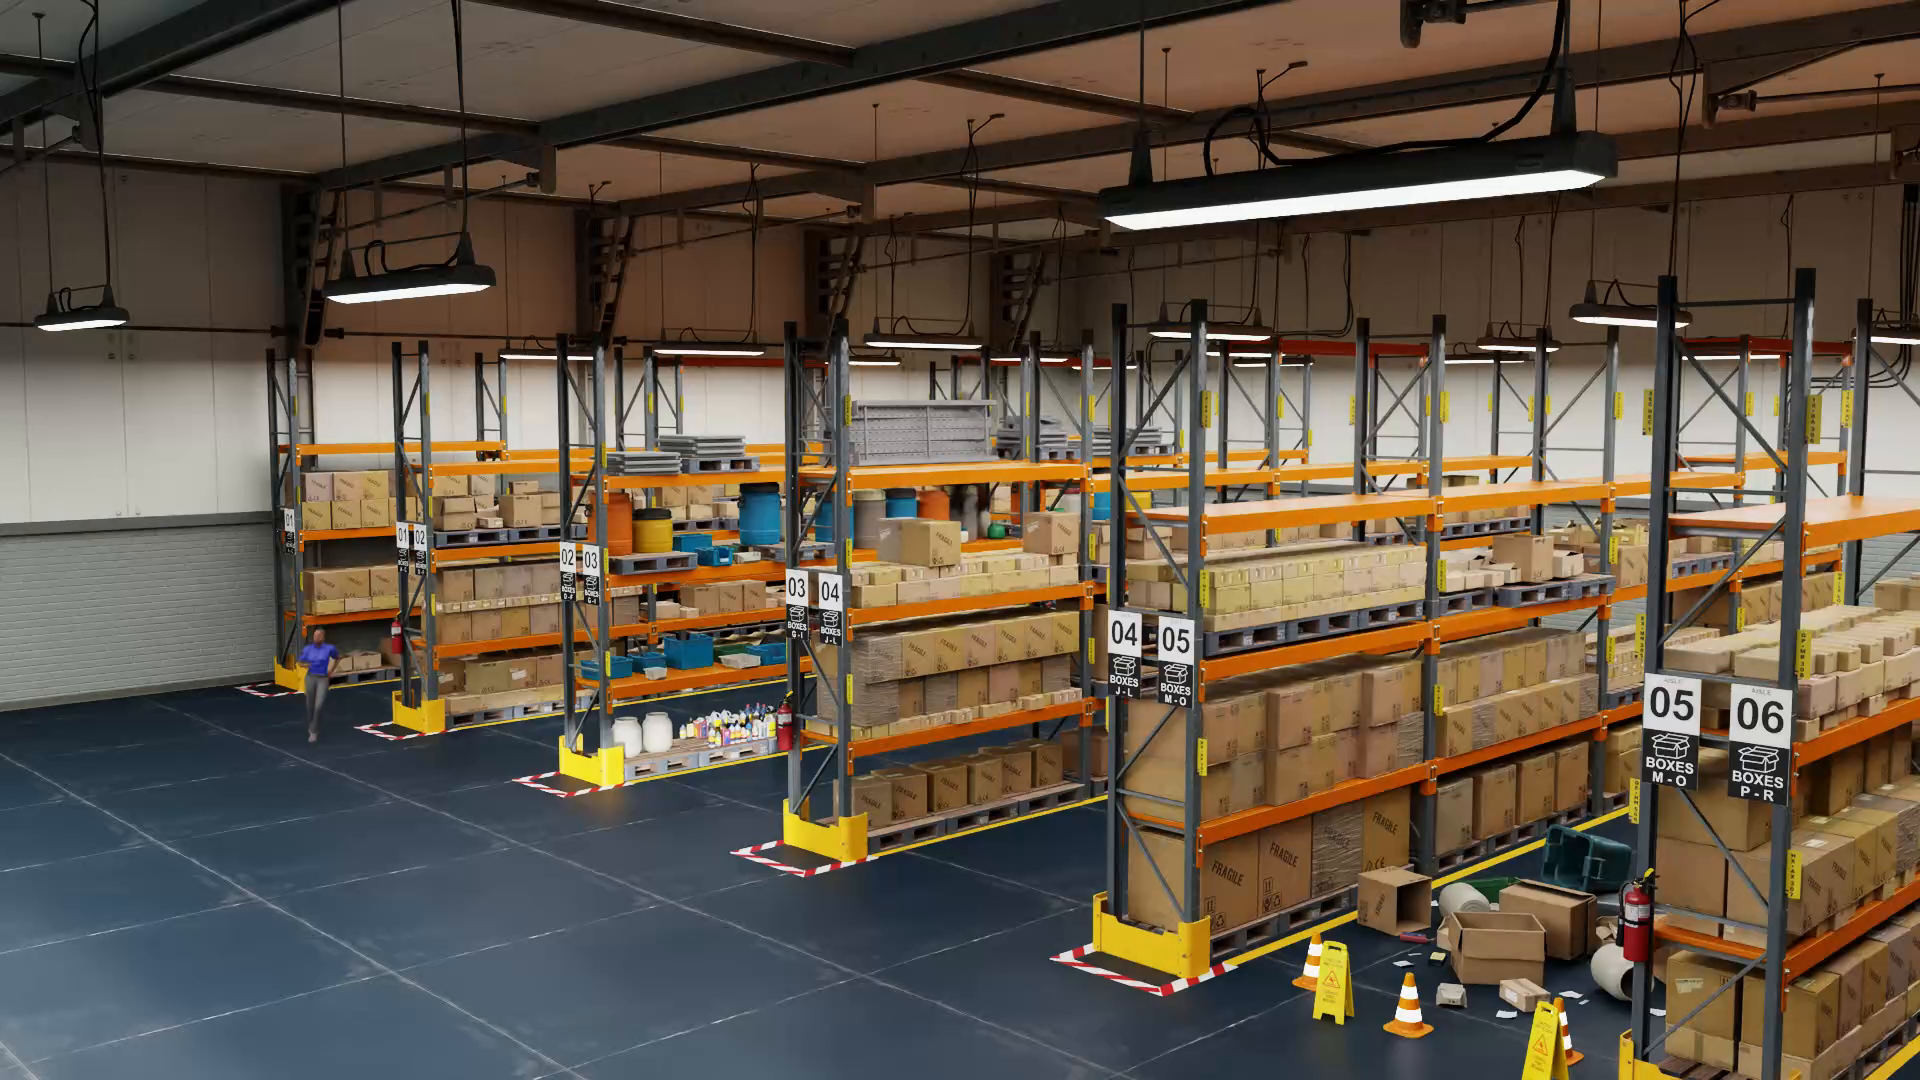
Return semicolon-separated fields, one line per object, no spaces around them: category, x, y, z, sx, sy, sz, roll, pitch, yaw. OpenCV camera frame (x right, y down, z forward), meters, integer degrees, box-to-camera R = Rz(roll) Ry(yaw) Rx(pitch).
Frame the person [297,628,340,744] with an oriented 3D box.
person;-9.686;2.173;25.122;0.587;1.699;0.812;-1;5;-9

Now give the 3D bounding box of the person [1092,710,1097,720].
person;2.093;1.827;25.131;0.663;1.758;0.711;4;6;37
